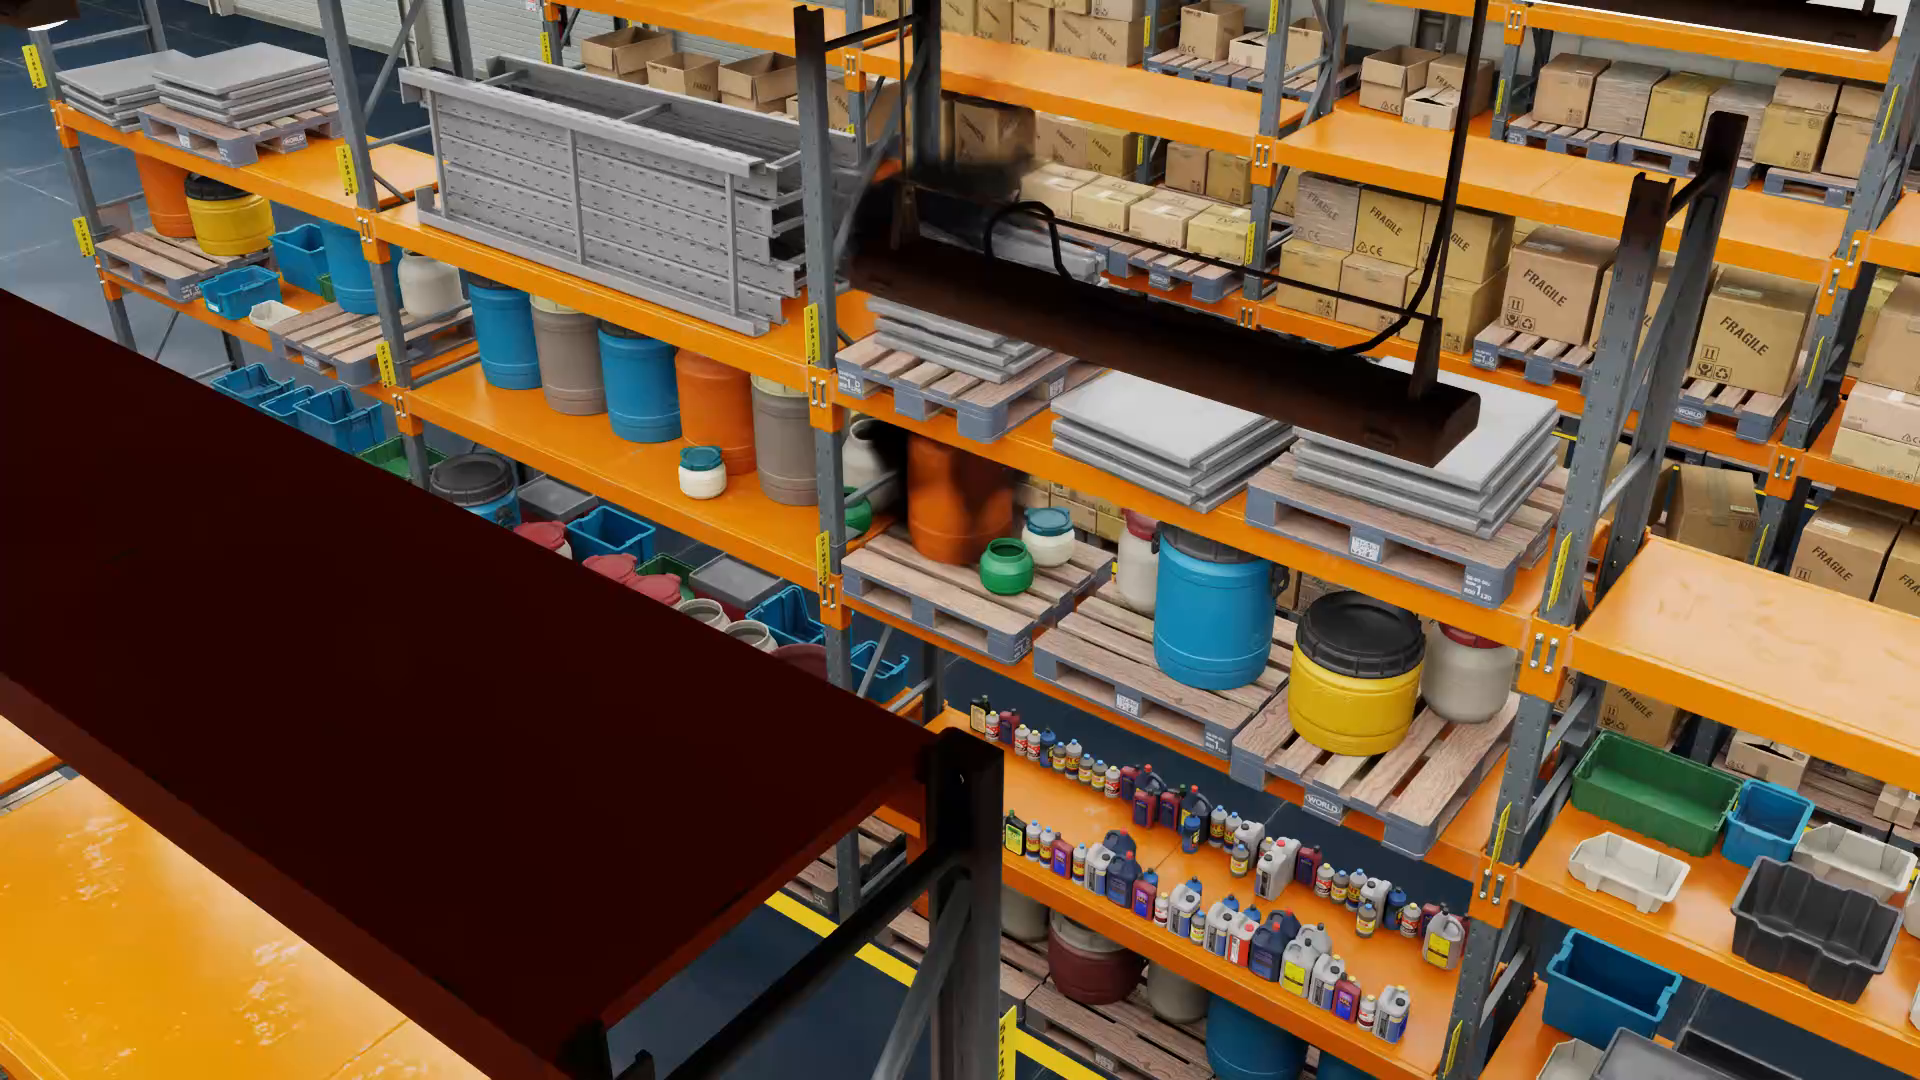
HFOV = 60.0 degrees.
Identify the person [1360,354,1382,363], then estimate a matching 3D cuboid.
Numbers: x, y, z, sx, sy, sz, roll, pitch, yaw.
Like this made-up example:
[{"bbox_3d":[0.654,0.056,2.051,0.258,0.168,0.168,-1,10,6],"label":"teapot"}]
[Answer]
[{"bbox_3d":[3.904,-1.248,15.685,0.821,1.724,0.681,19,36,29],"label":"person"}]
